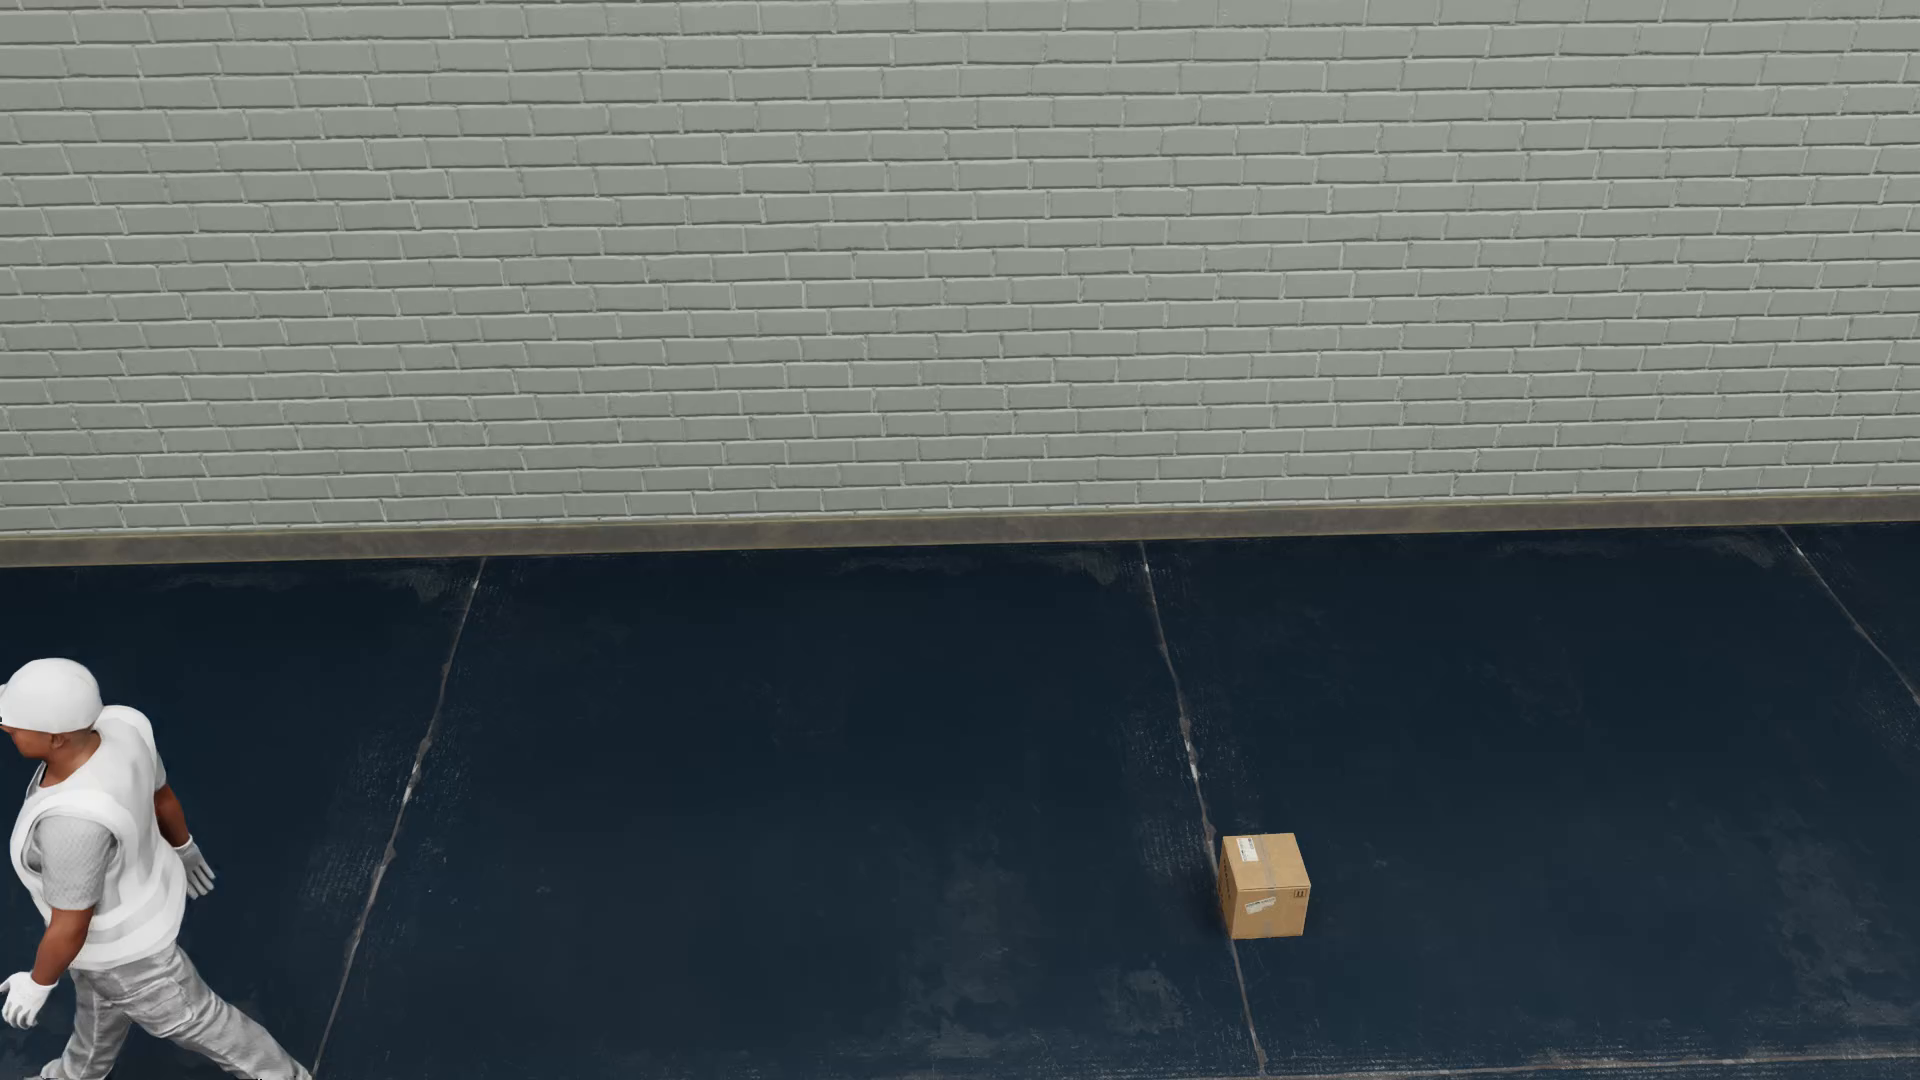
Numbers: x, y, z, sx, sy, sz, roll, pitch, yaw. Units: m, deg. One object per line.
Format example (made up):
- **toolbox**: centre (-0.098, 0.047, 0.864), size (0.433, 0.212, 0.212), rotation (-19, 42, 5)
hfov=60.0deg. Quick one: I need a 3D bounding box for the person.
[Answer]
- **person**: centre (-2.449, 1.054, 4.587), size (0.951, 1.737, 0.580), rotation (-8, 36, -11)
